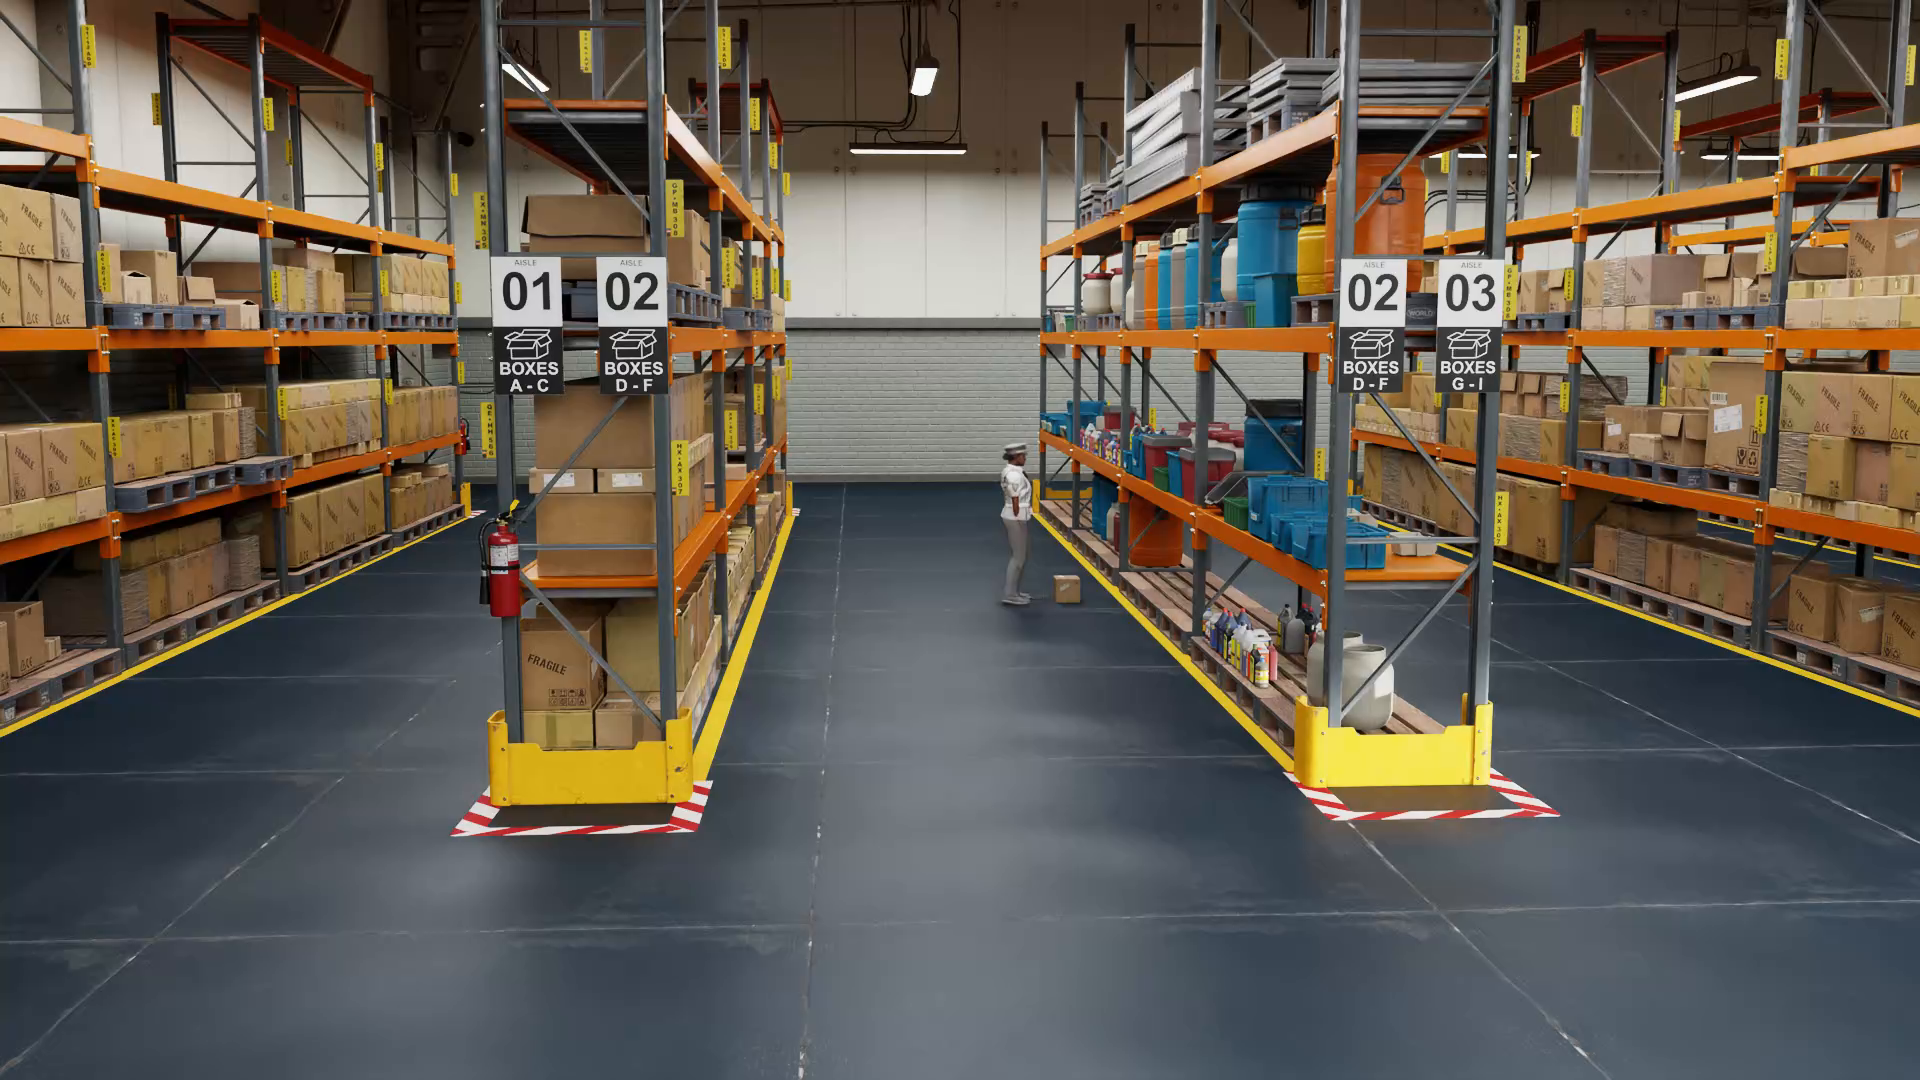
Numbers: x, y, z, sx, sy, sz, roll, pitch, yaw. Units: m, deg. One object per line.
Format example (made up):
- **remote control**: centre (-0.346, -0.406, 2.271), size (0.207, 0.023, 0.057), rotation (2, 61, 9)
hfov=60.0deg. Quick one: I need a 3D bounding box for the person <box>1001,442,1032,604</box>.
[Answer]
- **person**: centre (0.590, -0.180, 17.257), size (0.342, 1.665, 0.438), rotation (0, 7, -2)
